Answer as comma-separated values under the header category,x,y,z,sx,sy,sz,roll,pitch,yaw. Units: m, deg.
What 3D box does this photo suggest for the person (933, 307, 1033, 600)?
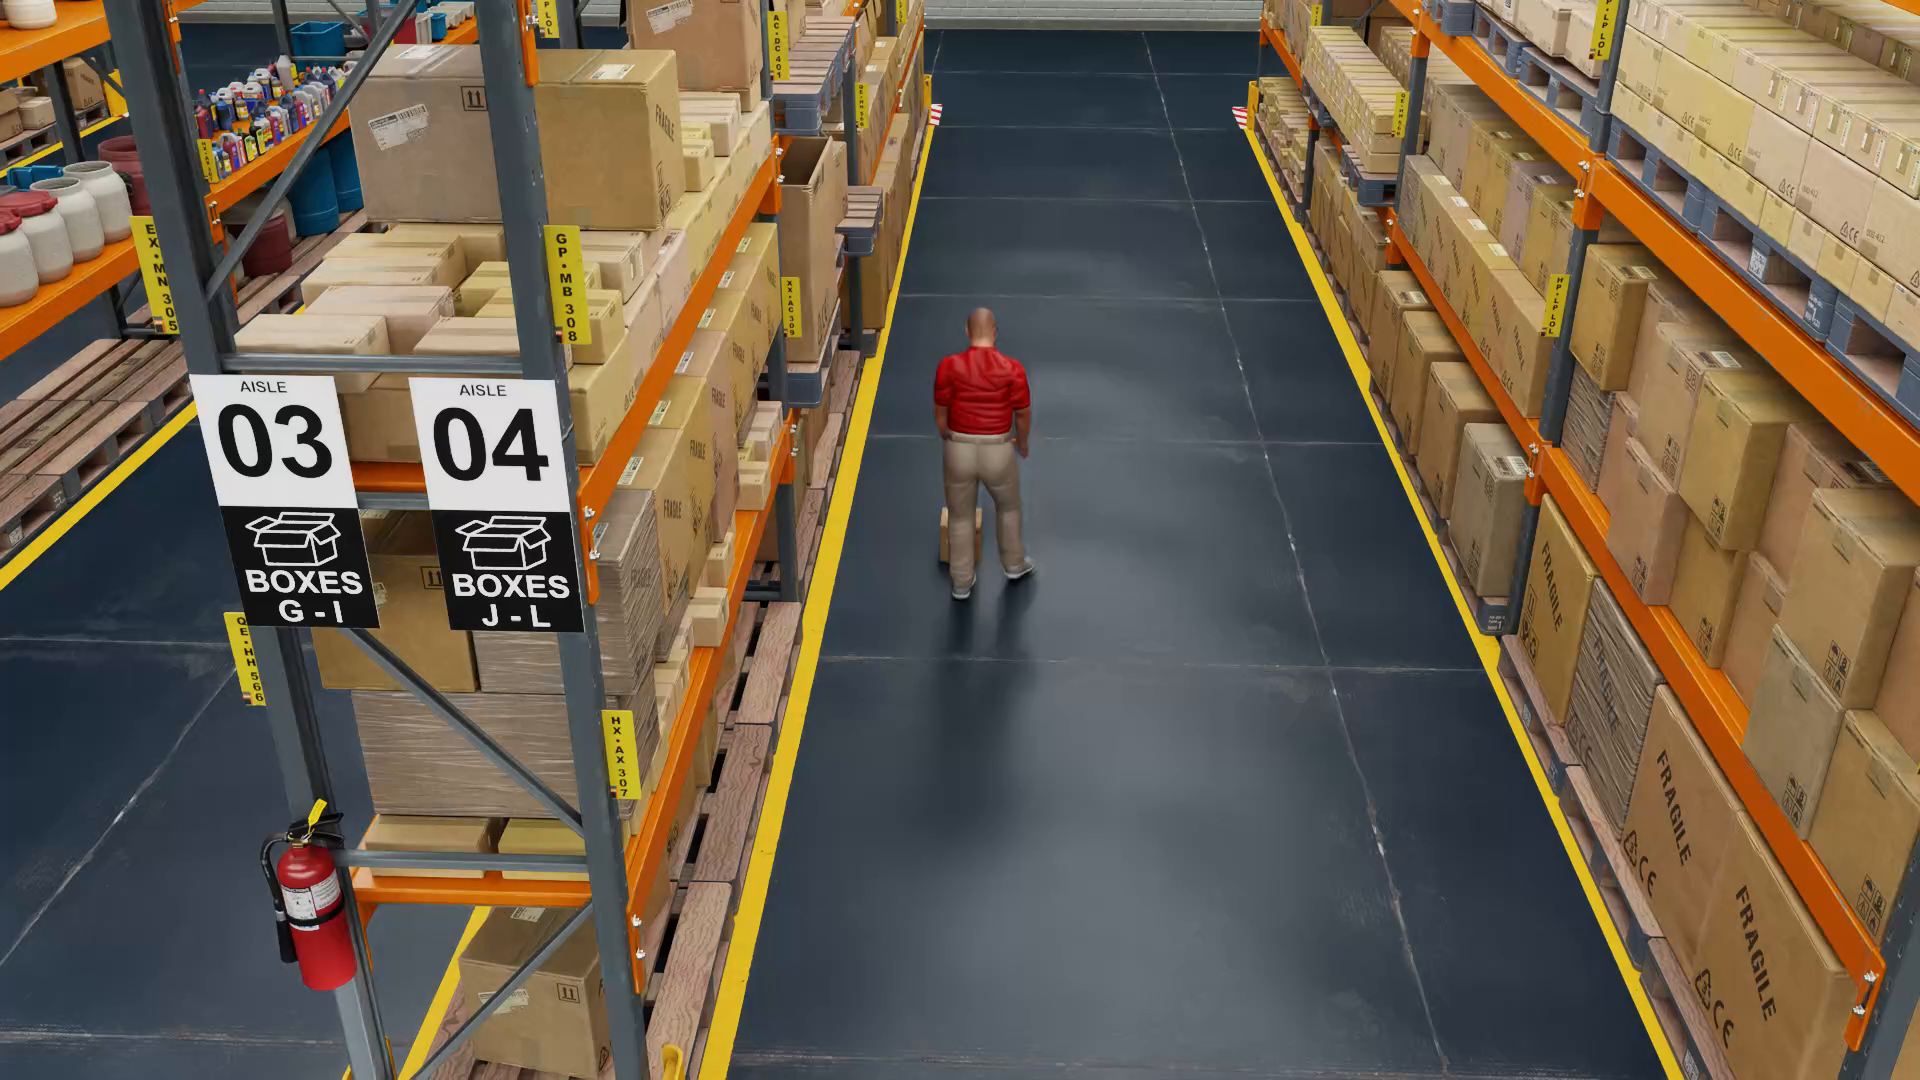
category,x,y,z,sx,sy,sz,roll,pitch,yaw
person,0.144,-0.516,9.600,0.577,1.736,0.562,2,28,4
